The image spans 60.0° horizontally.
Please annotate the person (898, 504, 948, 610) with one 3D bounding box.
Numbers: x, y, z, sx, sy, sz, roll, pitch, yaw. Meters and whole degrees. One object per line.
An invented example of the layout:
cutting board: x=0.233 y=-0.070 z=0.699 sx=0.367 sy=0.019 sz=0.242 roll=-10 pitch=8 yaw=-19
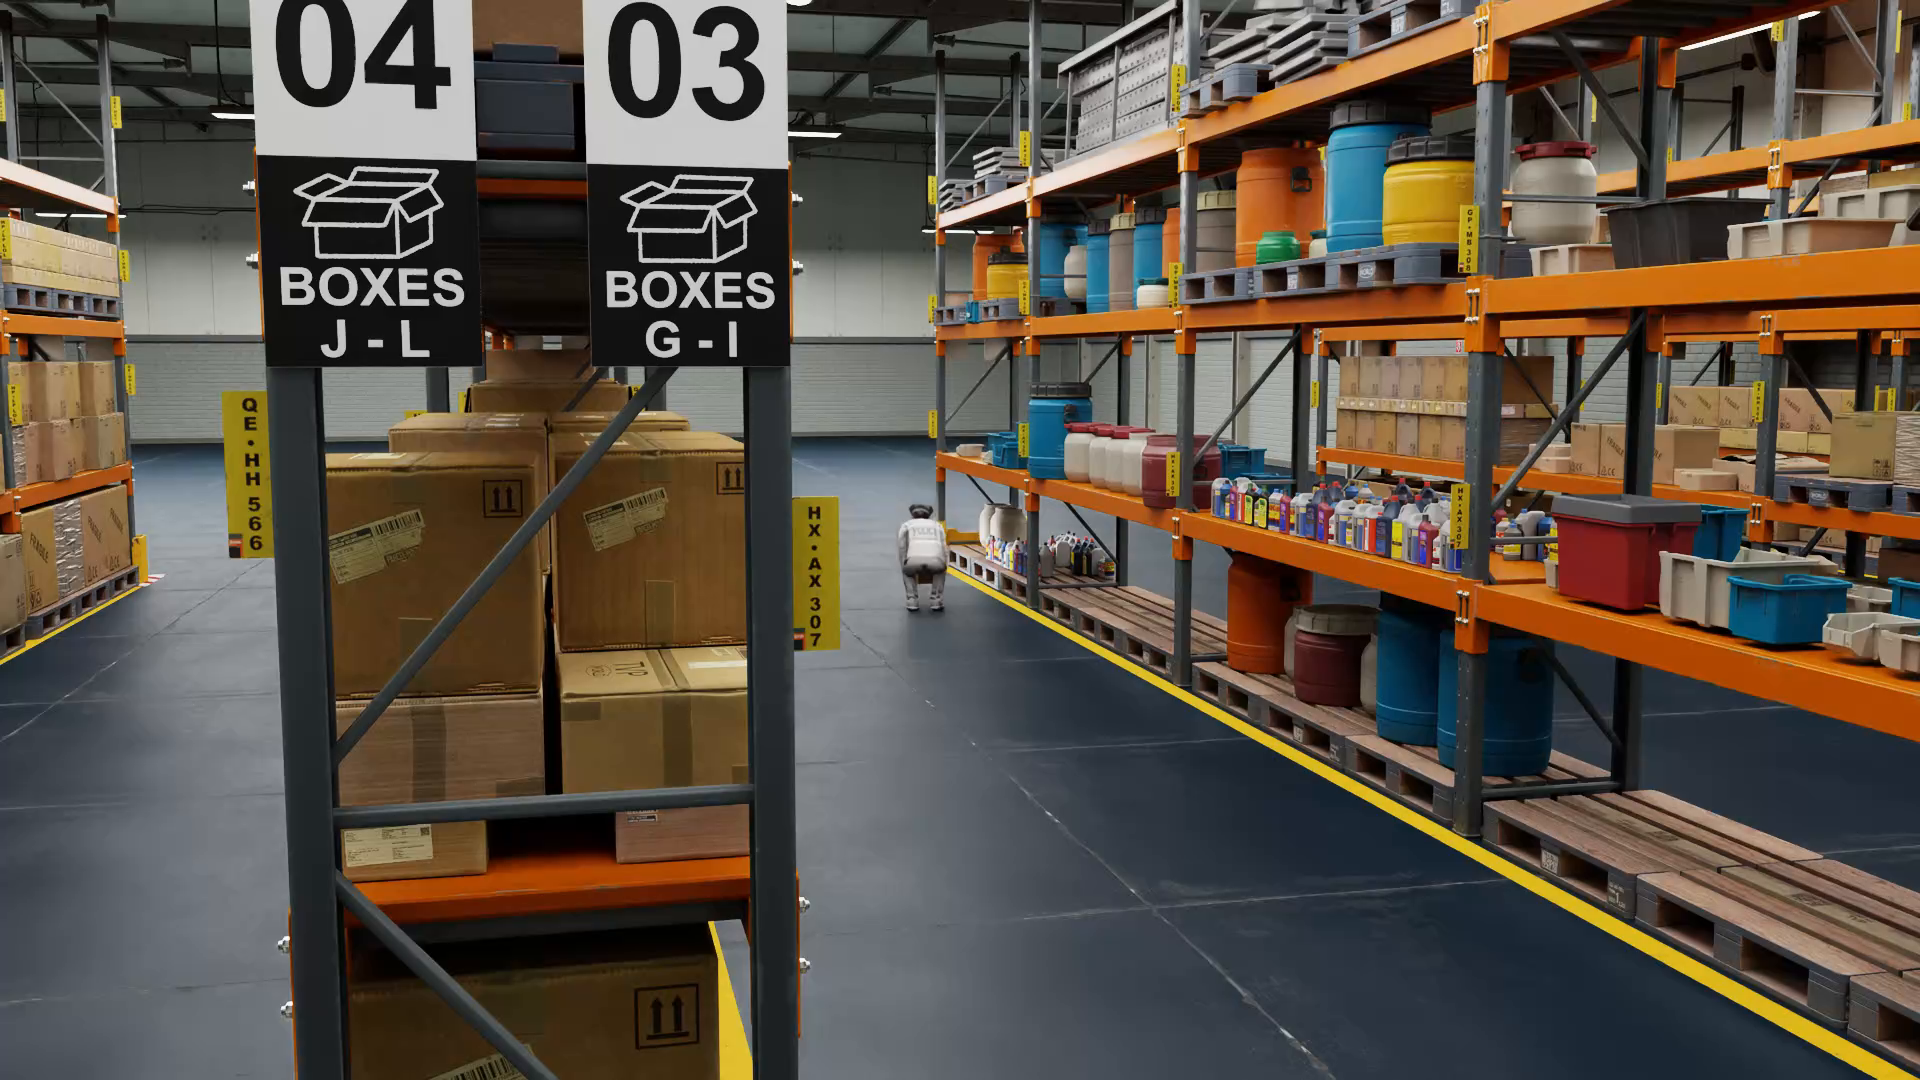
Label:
person: x=-0.367 y=0.165 z=16.233 sx=0.488 sy=1.006 sz=0.820 roll=0 pitch=6 yaw=1
